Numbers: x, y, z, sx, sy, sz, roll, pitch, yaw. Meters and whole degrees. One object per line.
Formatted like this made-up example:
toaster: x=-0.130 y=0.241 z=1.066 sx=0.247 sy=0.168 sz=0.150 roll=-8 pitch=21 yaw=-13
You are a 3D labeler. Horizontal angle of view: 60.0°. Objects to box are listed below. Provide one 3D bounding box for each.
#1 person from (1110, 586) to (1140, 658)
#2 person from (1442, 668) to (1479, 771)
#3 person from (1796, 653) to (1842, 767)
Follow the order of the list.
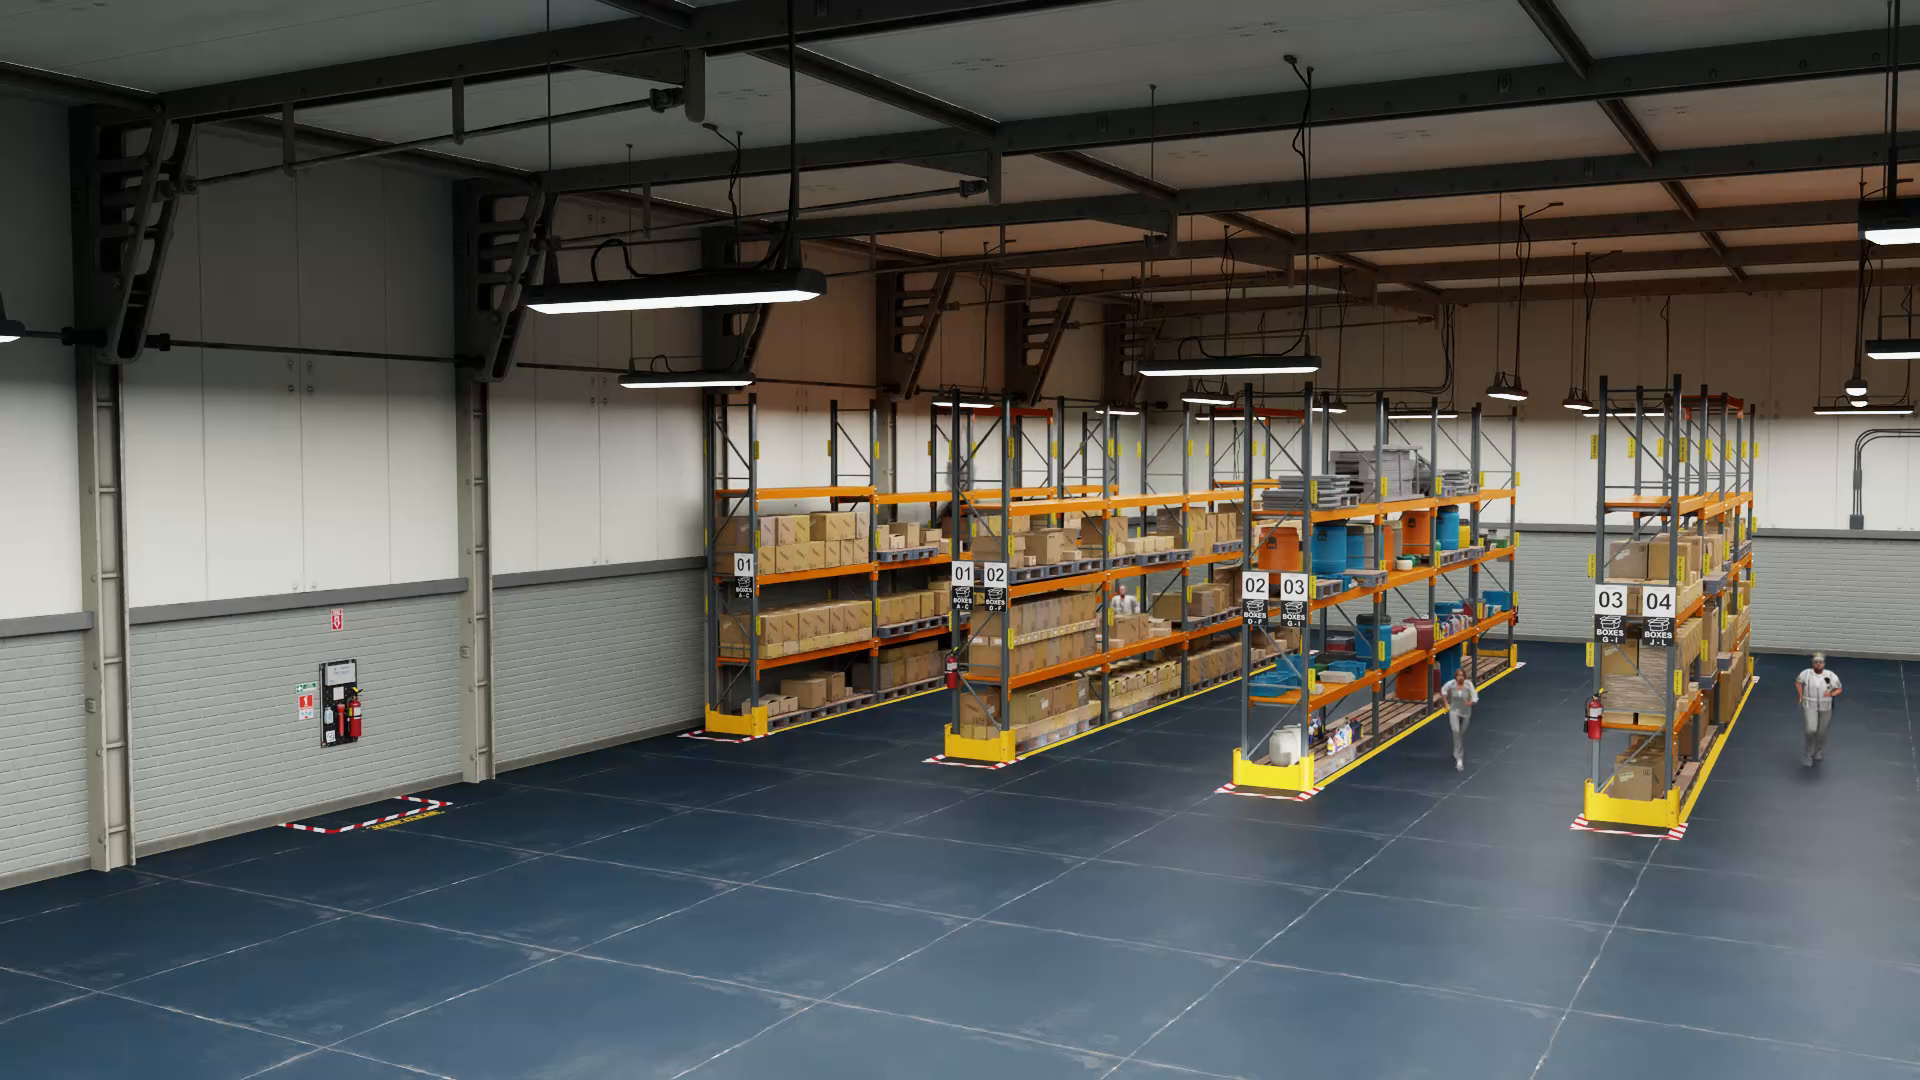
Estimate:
person: x=3.924 y=2.005 z=39.908 sx=0.702 sy=1.664 sz=0.760 roll=1 pitch=3 yaw=23
person: x=7.922 y=2.802 z=26.379 sx=0.539 sy=1.578 sz=0.957 roll=0 pitch=3 yaw=9
person: x=13.649 y=2.700 z=26.429 sx=0.640 sy=1.844 sz=0.749 roll=1 pitch=3 yaw=22
